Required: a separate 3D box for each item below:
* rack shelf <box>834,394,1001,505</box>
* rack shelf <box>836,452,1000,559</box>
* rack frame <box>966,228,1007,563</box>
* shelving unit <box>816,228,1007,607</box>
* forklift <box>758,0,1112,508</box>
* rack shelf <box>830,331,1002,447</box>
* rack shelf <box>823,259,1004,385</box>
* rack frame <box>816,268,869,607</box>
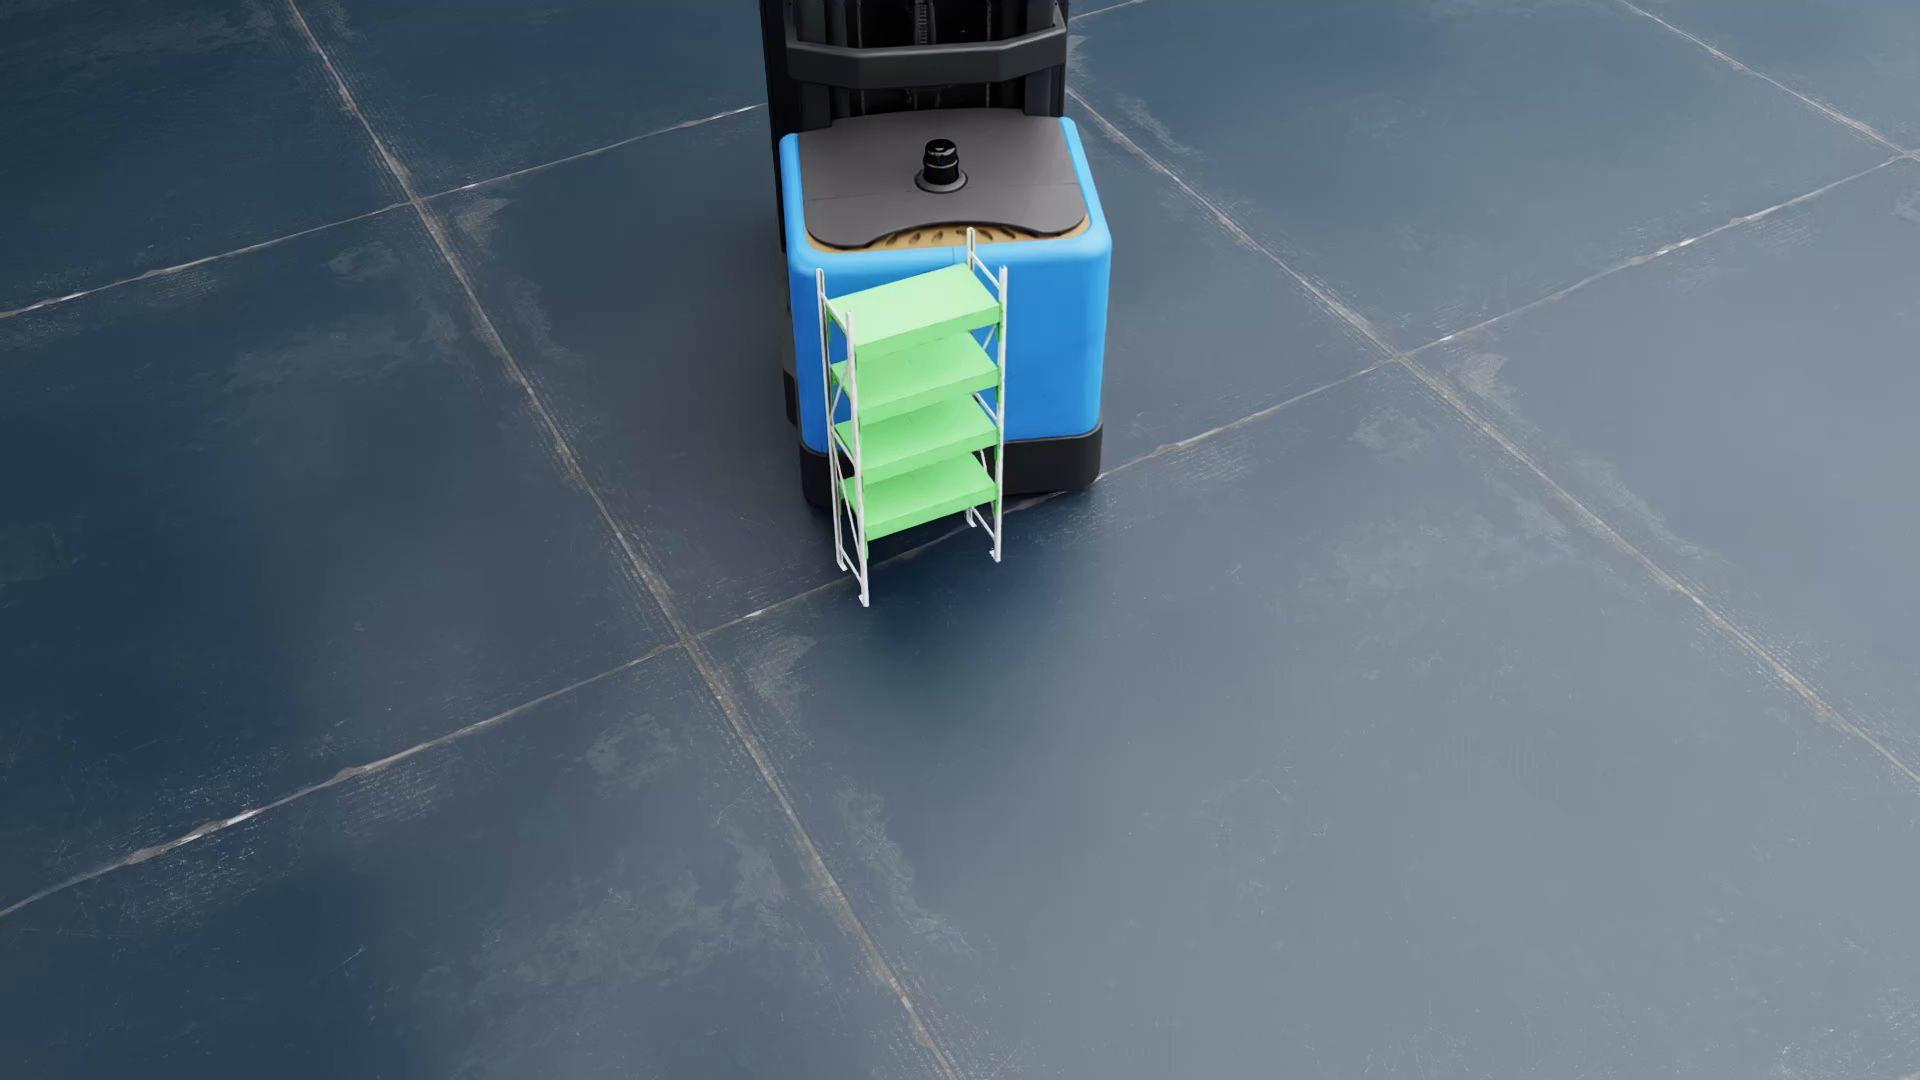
[{"bbox_3d":[-0.141,-0.312,5.301,0.480,0.148,0.258,-18,47,-18],"label":"rack shelf"},{"bbox_3d":[-0.141,-0.139,5.468,0.480,0.148,0.258,-18,47,-18],"label":"rack shelf"},{"bbox_3d":[0.079,-0.431,5.332,0.015,1.200,0.240,-18,47,-18],"label":"rack frame"},{"bbox_3d":[-0.141,-0.357,5.257,0.503,1.200,0.258,-18,47,-18],"label":"shelving unit"},{"bbox_3d":[-0.189,-2.191,5.903,1.130,2.935,3.031,-5,44,-5],"label":"forklift"},{"bbox_3d":[-0.141,-0.484,5.134,0.480,0.148,0.258,-18,47,-18],"label":"rack shelf"},{"bbox_3d":[-0.141,-0.656,4.967,0.480,0.148,0.258,-18,47,-18],"label":"rack shelf"},{"bbox_3d":[-0.361,-0.284,5.181,0.015,1.200,0.240,-18,47,-18],"label":"rack frame"}]
